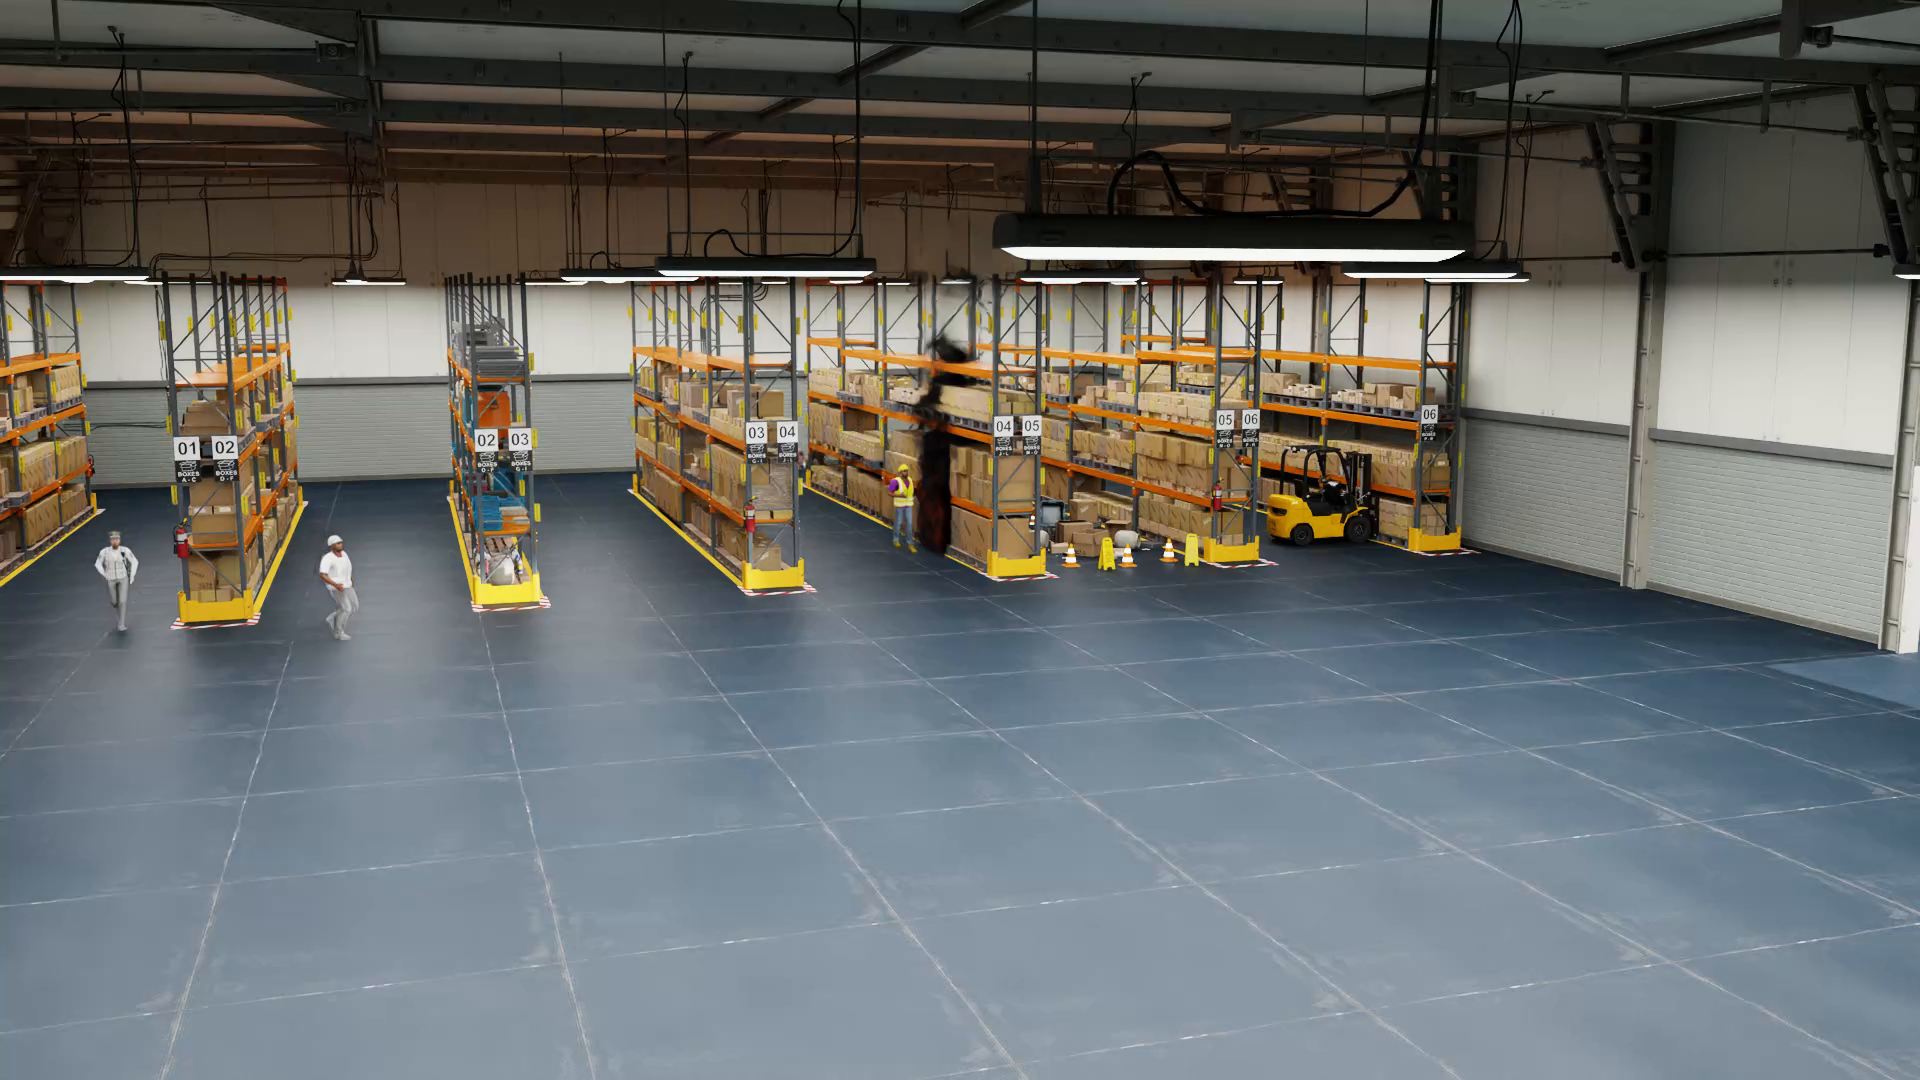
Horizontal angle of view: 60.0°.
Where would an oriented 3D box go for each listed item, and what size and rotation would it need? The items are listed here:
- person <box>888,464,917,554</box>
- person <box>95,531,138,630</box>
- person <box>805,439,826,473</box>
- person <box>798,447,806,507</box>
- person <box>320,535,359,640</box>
[{"bbox_3d":[-1.203,-0.668,34.747,0.676,1.839,0.755,-4,10,-26],"label":"person"},{"bbox_3d":[-14.320,0.668,28.269,0.656,1.677,0.622,-3,9,-21],"label":"person"},{"bbox_3d":[-4.270,-2.633,49.637,0.828,1.846,0.669,-8,11,-41],"label":"person"},{"bbox_3d":[-4.427,-1.822,44.202,0.681,1.848,0.814,-2,9,-14],"label":"person"},{"bbox_3d":[-10.194,0.775,27.289,0.543,1.728,0.699,2,9,13],"label":"person"}]
